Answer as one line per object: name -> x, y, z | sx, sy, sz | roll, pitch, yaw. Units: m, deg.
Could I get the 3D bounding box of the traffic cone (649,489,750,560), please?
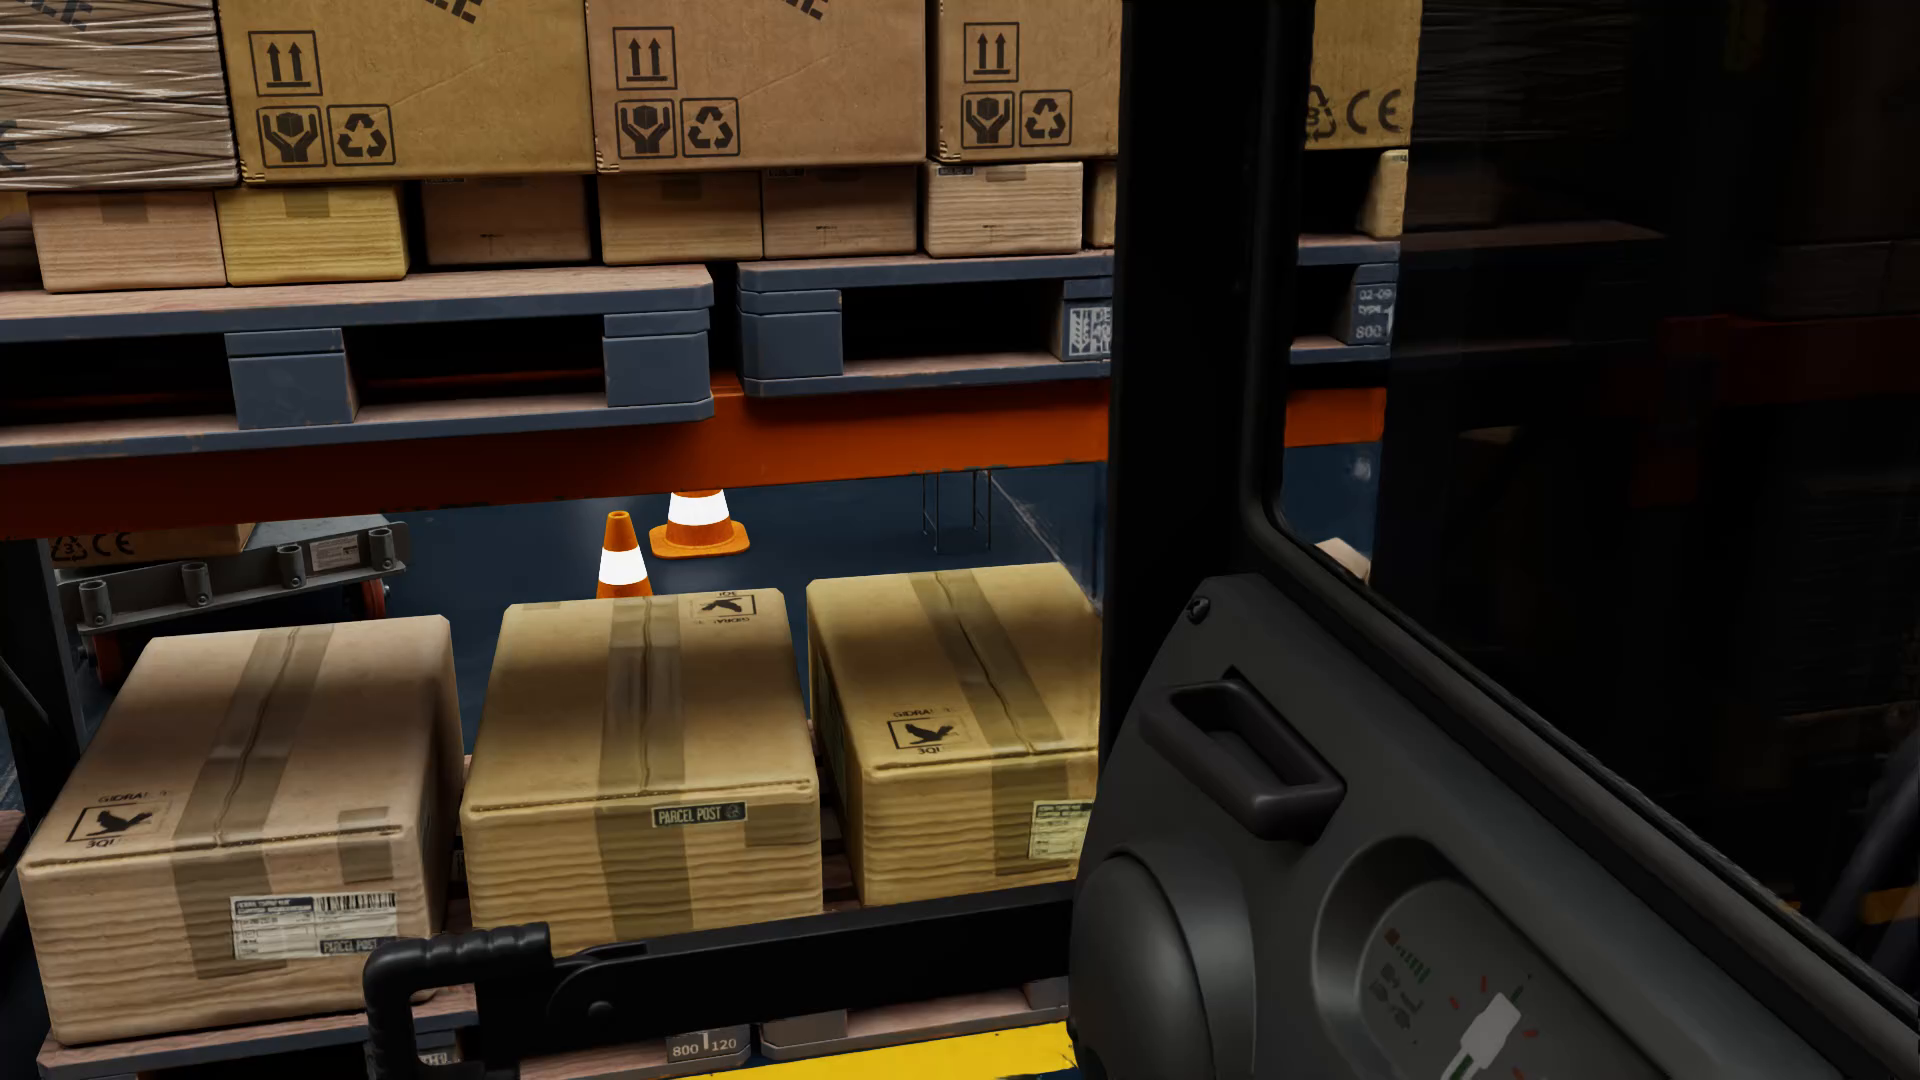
traffic cone -> -0.910, -0.213, 5.722 | 0.334, 0.463, 0.336 | -5, 21, -12

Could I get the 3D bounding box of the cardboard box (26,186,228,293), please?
cardboard box -> -1.236, -0.497, 2.564 | 0.250, 0.149, 0.380 | -4, 21, -12

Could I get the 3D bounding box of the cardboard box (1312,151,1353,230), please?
cardboard box -> 0.517, -0.669, 3.034 | 0.250, 0.149, 0.380 | -4, 21, -12

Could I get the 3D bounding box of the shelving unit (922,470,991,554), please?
shelving unit -> -0.014, -0.562, 5.605 | 0.189, 1.200, 0.258 | -5, 21, -12

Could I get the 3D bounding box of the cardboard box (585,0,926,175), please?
cardboard box -> -0.353, -0.879, 2.664 | 0.500, 0.500, 0.500 | -5, 21, -13

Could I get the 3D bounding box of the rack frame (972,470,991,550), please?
rack frame -> 0.075, -0.569, 5.625 | 0.006, 1.200, 0.240 | -5, 21, -12

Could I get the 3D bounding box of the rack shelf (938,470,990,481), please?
rack shelf -> -0.014, -0.295, 5.703 | 0.180, 0.103, 0.258 | -5, 21, -12

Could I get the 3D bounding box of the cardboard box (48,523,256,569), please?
cardboard box -> -2.285, -0.255, 4.682 | 0.500, 0.500, 0.500 | -5, 21, -12

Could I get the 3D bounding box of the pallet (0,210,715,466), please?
pallet -> -1.069, -0.401, 2.828 | 1.213, 0.211, 1.003 | -5, 21, -12

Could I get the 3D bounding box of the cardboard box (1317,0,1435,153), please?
cardboard box -> 0.676, -0.966, 2.902 | 0.500, 0.500, 0.500 | -6, 21, -16

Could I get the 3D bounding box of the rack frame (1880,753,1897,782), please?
rack frame -> 2.046, -0.796, 3.627 | 0.127, 3.000, 1.000 | -5, 21, -12

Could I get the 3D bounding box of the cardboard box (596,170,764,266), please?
cardboard box -> -0.473, -0.568, 2.758 | 0.250, 0.149, 0.380 | -4, 21, -12

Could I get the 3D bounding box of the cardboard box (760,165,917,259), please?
cardboard box -> -0.232, -0.587, 2.810 | 0.250, 0.149, 0.380 | -4, 21, -12

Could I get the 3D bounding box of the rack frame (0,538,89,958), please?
rack frame -> -1.847, -0.479, 2.762 | 0.127, 3.000, 1.000 | -5, 21, -12

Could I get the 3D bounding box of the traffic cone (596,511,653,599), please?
traffic cone -> -0.962, 0.145, 4.746 | 0.334, 0.463, 0.336 | -5, 21, -12

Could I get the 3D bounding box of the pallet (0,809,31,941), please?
pallet -> -2.492, 0.895, 3.065 | 1.213, 0.211, 1.003 | -5, 21, -12

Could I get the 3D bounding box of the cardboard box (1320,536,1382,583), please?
cardboard box -> 0.778, 0.343, 3.727 | 0.625, 0.372, 0.950 | -5, 21, -14

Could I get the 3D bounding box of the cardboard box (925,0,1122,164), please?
cardboard box -> 0.145, -0.923, 2.785 | 0.500, 0.500, 0.500 | -6, 21, -15

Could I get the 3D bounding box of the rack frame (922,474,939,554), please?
rack frame -> -0.103, -0.555, 5.585 | 0.006, 1.200, 0.240 | -5, 21, -12

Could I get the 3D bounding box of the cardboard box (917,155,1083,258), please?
cardboard box -> 0.039, -0.590, 2.820 | 0.250, 0.149, 0.380 | -4, 20, -10

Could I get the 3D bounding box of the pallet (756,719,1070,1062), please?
pallet -> 0.100, 0.670, 3.678 | 1.213, 0.211, 1.003 | -5, 21, -12

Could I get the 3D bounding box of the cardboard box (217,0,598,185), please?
cardboard box -> -0.837, -0.844, 2.570 | 0.500, 0.500, 0.500 | -5, 21, -12

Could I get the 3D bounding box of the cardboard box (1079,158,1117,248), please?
cardboard box -> 0.292, -0.621, 2.905 | 0.250, 0.149, 0.380 | -5, 21, -14

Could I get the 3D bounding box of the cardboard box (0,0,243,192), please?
cardboard box -> -1.324, -0.804, 2.461 | 0.500, 0.500, 0.500 | -4, 21, -11

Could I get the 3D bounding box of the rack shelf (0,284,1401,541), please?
rack shelf -> 0.100, -0.300, 3.318 | 4.000, 0.370, 1.077 | -5, 21, -12

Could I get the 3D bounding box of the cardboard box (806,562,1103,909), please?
cardboard box -> 0.038, 0.401, 3.568 | 0.625, 0.372, 0.950 | -4, 20, -11

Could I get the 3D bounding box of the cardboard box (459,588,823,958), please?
cardboard box -> -0.638, 0.457, 3.416 | 0.625, 0.372, 0.950 | -3, 20, -9

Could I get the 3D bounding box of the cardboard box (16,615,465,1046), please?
cardboard box -> -1.337, 0.515, 3.258 | 0.625, 0.372, 0.950 | -4, 21, -12

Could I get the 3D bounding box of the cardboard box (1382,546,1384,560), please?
cardboard box -> 1.494, 0.282, 3.893 | 0.625, 0.372, 0.950 | -6, 21, -16

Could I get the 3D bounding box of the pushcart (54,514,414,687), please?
pushcart -> -2.420, -0.007, 5.286 | 0.936, 0.377, 1.648 | -13, 24, -31

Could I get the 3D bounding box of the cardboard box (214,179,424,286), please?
cardboard box -> -0.991, -0.513, 2.610 | 0.250, 0.149, 0.380 | -4, 21, -11

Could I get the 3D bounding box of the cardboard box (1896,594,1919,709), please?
cardboard box -> 2.737, -0.022, 3.993 | 0.875, 0.875, 0.875 | -5, 21, -13

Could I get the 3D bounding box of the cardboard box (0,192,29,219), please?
cardboard box -> -3.712, -1.301, 7.485 | 0.875, 0.875, 0.875 | -4, 21, -12

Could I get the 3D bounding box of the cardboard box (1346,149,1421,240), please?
cardboard box -> 0.791, -0.646, 2.973 | 0.250, 0.149, 0.380 | -4, 21, -12

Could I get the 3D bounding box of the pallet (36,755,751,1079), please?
pallet -> -1.089, 0.768, 3.412 | 1.213, 0.211, 1.003 | -5, 21, -12

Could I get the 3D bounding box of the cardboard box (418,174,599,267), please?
cardboard box -> -0.733, -0.561, 2.741 | 0.250, 0.149, 0.380 | -3, 20, -9

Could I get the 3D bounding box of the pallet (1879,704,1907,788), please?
pallet -> 2.831, 0.476, 4.208 | 1.213, 0.211, 1.003 | -5, 21, -12

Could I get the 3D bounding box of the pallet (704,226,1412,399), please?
pallet -> 0.129, -0.536, 3.194 | 1.213, 0.211, 1.003 | -5, 21, -12
